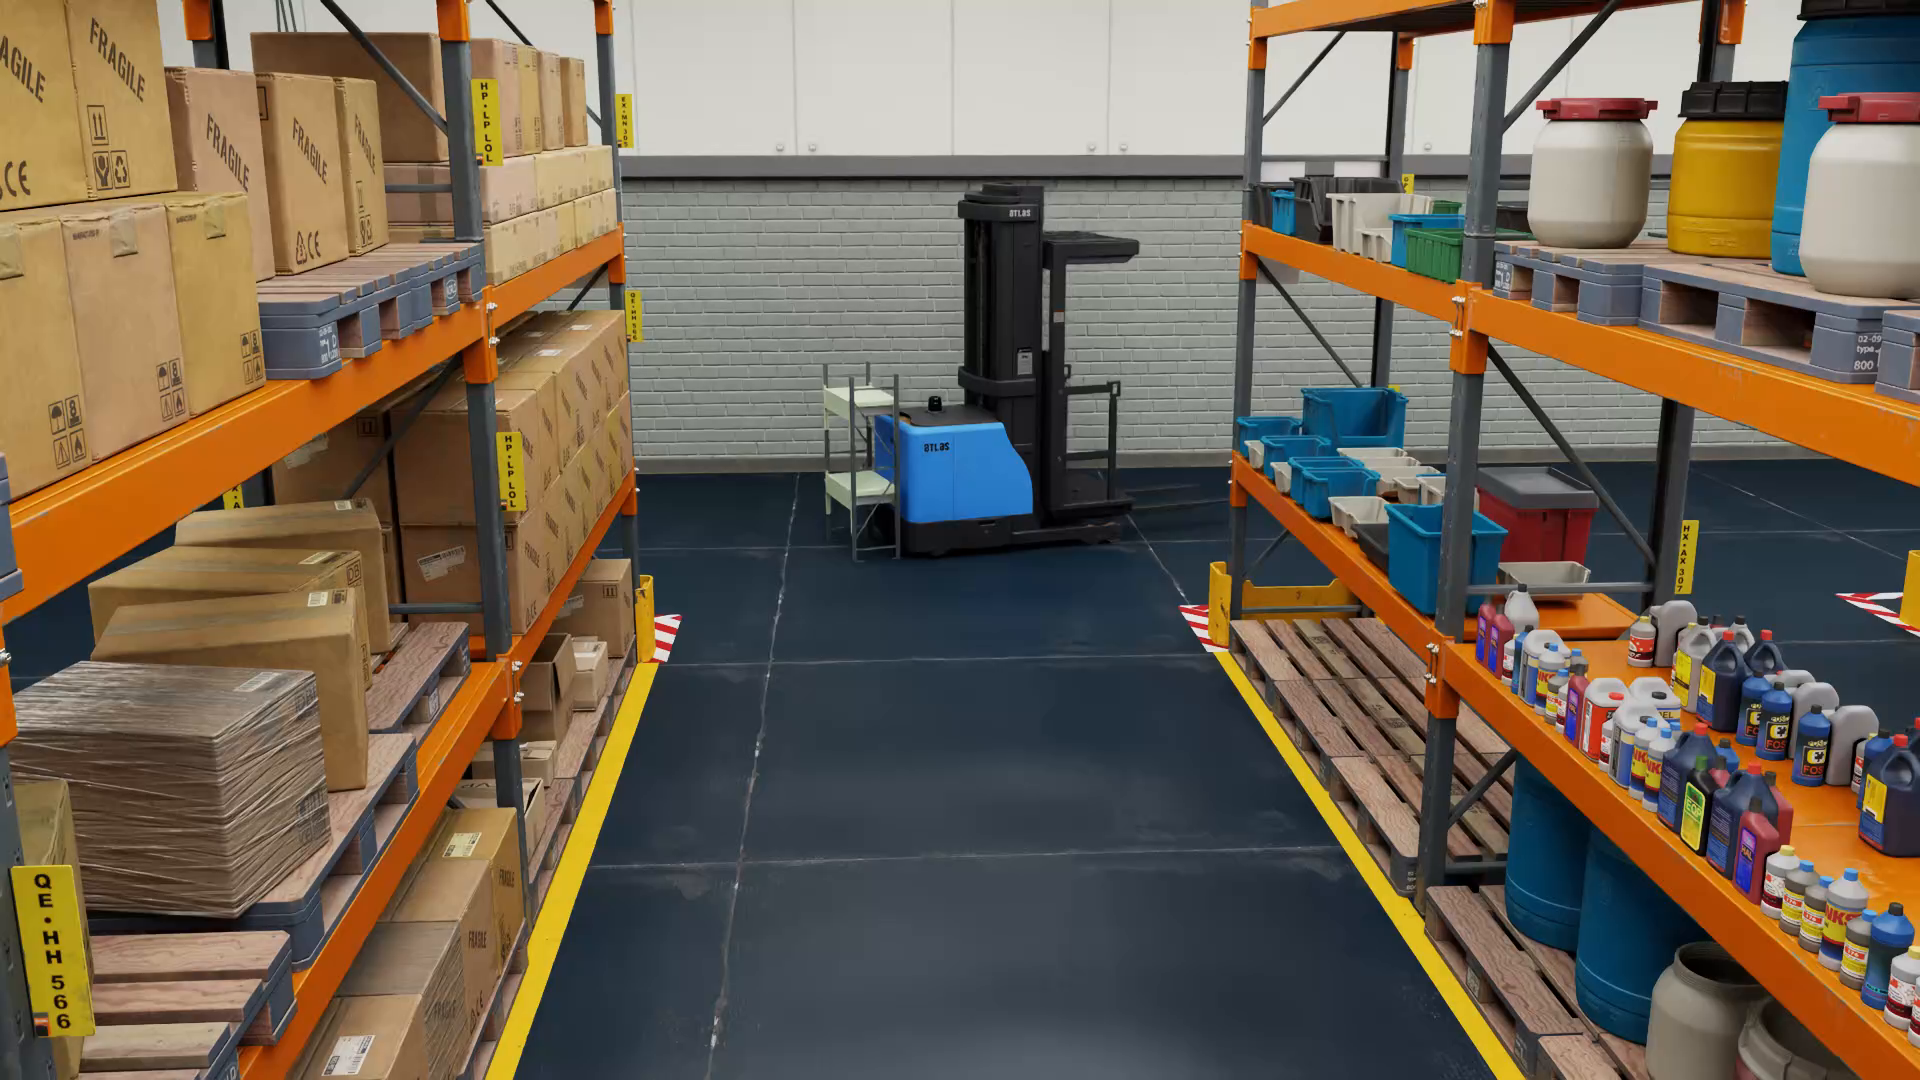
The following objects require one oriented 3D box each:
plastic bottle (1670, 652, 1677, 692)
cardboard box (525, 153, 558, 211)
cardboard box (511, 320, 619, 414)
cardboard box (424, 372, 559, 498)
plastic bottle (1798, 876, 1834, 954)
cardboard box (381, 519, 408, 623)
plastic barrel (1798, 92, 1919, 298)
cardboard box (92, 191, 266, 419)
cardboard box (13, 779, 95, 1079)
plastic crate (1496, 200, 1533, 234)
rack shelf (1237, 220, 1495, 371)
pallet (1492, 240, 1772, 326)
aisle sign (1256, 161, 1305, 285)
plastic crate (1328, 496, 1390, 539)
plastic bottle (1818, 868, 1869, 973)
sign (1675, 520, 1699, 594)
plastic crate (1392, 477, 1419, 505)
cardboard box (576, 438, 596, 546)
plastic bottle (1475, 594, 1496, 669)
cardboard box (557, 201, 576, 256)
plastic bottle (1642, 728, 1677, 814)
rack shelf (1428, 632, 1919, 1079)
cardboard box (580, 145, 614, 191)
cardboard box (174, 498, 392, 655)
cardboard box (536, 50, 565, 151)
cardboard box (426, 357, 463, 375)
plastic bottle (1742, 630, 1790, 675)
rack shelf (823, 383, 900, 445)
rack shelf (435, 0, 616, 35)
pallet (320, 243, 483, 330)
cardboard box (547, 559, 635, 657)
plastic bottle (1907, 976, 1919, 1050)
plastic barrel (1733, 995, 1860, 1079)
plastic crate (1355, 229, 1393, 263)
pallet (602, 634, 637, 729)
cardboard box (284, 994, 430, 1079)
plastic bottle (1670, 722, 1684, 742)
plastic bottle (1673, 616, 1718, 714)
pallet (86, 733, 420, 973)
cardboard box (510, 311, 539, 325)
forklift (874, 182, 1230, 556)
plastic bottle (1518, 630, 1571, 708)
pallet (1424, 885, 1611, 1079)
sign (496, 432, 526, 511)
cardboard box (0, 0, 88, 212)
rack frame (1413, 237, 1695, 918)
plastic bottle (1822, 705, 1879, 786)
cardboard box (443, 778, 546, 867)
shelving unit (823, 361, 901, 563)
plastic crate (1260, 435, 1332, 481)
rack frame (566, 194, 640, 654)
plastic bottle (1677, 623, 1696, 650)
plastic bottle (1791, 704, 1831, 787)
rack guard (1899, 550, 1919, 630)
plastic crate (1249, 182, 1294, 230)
[{"bbox_3d":[2.812,0.504,6.447,0.097,0.201,0.097,0,14,0],"label":"plastic bottle"},{"bbox_3d":[-2.213,-1.703,7.903,0.500,0.250,0.500,-1,14,-3],"label":"cardboard box"},{"bbox_3d":[-2.292,-1.003,9.696,0.500,0.500,0.500,0,14,-2],"label":"cardboard box"},{"bbox_3d":[-2.159,-0.490,7.702,0.500,0.500,0.500,-1,14,-5],"label":"cardboard box"},{"bbox_3d":[2.329,1.007,4.492,0.097,0.201,0.097,0,14,0],"label":"plastic bottle"},{"bbox_3d":[-2.665,0.124,7.324,0.500,0.500,0.500,-1,14,-3],"label":"cardboard box"},{"bbox_3d":[2.553,-0.948,4.557,0.433,0.535,0.433,0,14,0],"label":"plastic barrel"},{"bbox_3d":[-2.255,-0.578,4.031,0.910,0.500,0.500,-1,14,-3],"label":"cardboard box"},{"bbox_3d":[-2.282,0.881,3.539,0.700,0.500,0.500,-6,16,-22],"label":"cardboard box"},{"bbox_3d":[2.762,-1.485,8.022,0.497,0.269,0.590,-1,14,-3],"label":"plastic crate"},{"bbox_3d":[2.442,-1.384,8.811,1.077,0.370,4.000,-1,14,-3],"label":"rack shelf"},{"bbox_3d":[2.712,-0.950,6.060,1.213,0.211,1.003,-1,14,-3],"label":"pallet"},{"bbox_3d":[2.017,-2.050,10.756,0.394,0.787,0.004,-1,14,-3],"label":"aisle sign"},{"bbox_3d":[2.158,-0.112,8.853,0.293,0.136,0.466,-1,14,-3],"label":"plastic crate"},{"bbox_3d":[2.335,0.997,4.389,0.097,0.271,0.097,0,14,0],"label":"plastic bottle"},{"bbox_3d":[3.115,0.075,7.159,0.100,0.325,0.005,-1,14,-3],"label":"sign"},{"bbox_3d":[2.631,-0.264,9.443,0.298,0.136,0.250,-1,14,-3],"label":"plastic crate"},{"bbox_3d":[-2.235,-0.265,8.835,0.500,0.500,0.500,-1,14,-4],"label":"cardboard box"},{"bbox_3d":[2.163,0.372,6.797,0.061,0.283,0.133,-1,14,-3],"label":"plastic bottle"},{"bbox_3d":[-2.252,-1.585,8.448,0.500,0.250,0.500,-1,14,-3],"label":"cardboard box"},{"bbox_3d":[2.272,0.742,5.381,0.097,0.271,0.097,0,14,0],"label":"plastic bottle"},{"bbox_3d":[2.690,1.063,5.318,1.077,0.370,4.000,-1,14,-3],"label":"rack shelf"},{"bbox_3d":[-2.340,-2.200,9.836,0.500,0.250,0.500,-1,14,-3],"label":"cardboard box"},{"bbox_3d":[-2.572,0.162,6.332,0.700,0.500,0.500,-6,16,-22],"label":"cardboard box"},{"bbox_3d":[-2.494,-2.311,8.763,0.700,0.500,0.500,-1,14,-3],"label":"cardboard box"},{"bbox_3d":[-2.734,-0.614,8.187,0.500,0.500,0.500,-1,14,-3],"label":"cardboard box"},{"bbox_3d":[2.961,0.511,6.121,0.144,0.351,0.185,-1,14,-3],"label":"plastic bottle"},{"bbox_3d":[-0.802,-1.024,13.428,0.431,0.370,0.720,-5,15,-20],"label":"rack shelf"},{"bbox_3d":[-2.502,-2.760,8.144,1.077,0.370,4.000,-1,14,-3],"label":"rack shelf"},{"bbox_3d":[-2.408,-0.906,5.884,1.213,0.211,1.003,-1,14,-3],"label":"pallet"},{"bbox_3d":[-2.347,0.427,10.481,0.500,0.500,0.500,-1,14,-3],"label":"cardboard box"},{"bbox_3d":[2.360,1.128,4.021,0.097,0.201,0.097,0,14,0],"label":"plastic bottle"},{"bbox_3d":[2.696,1.774,5.107,0.600,0.588,0.708,-1,14,-3],"label":"plastic barrel"},{"bbox_3d":[2.107,-1.418,8.028,0.293,0.136,0.466,-1,14,-3],"label":"plastic crate"},{"bbox_3d":[-2.571,0.866,10.238,1.003,0.211,1.213,-1,14,-3],"label":"pallet"},{"bbox_3d":[-1.975,1.783,5.211,0.500,0.500,0.500,-1,14,-5],"label":"cardboard box"},{"bbox_3d":[2.409,0.716,5.623,0.097,0.201,0.097,0,14,0],"label":"plastic bottle"},{"bbox_3d":[2.805,0.467,6.291,0.144,0.351,0.185,-1,14,-3],"label":"plastic bottle"},{"bbox_3d":[-2.256,0.897,4.905,1.003,0.211,1.213,-1,14,-3],"label":"pallet"},{"bbox_3d":[-2.862,-1.120,10.153,0.500,0.500,0.500,0,14,-2],"label":"cardboard box"},{"bbox_3d":[0.840,-1.498,13.967,3.031,2.935,1.130,-5,15,-20],"label":"forklift"},{"bbox_3d":[2.237,0.489,6.354,0.152,0.276,0.135,-1,14,-3],"label":"plastic bottle"},{"bbox_3d":[2.572,1.760,6.761,1.003,0.211,1.213,-1,14,-3],"label":"pallet"},{"bbox_3d":[-1.825,-0.277,6.761,0.100,0.325,0.005,-1,14,-3],"label":"sign"},{"bbox_3d":[-2.183,-0.933,3.406,0.500,0.500,0.500,-1,14,-3],"label":"cardboard box"},{"bbox_3d":[2.566,0.217,7.162,1.000,3.000,0.127,-1,14,-3],"label":"rack frame"},{"bbox_3d":[2.989,0.678,5.621,0.152,0.276,0.135,-1,14,-3],"label":"plastic bottle"},{"bbox_3d":[-2.188,1.274,7.567,0.500,0.311,0.500,-1,14,-3],"label":"cardboard box"},{"bbox_3d":[-0.801,-0.646,13.525,0.431,1.500,0.755,-5,15,-20],"label":"shelving unit"},{"bbox_3d":[2.045,-0.495,10.147,0.416,0.233,0.300,-1,14,-3],"label":"plastic crate"},{"bbox_3d":[-2.626,-0.702,10.735,1.000,3.000,0.127,-1,14,-3],"label":"rack frame"},{"bbox_3d":[2.947,0.435,6.715,0.097,0.201,0.097,0,14,0],"label":"plastic bottle"},{"bbox_3d":[2.866,0.687,5.596,0.097,0.271,0.097,0,14,0],"label":"plastic bottle"},{"bbox_3d":[7.260,0.351,11.660,1.175,0.500,0.348,-1,14,-3],"label":"rack guard"},{"bbox_3d":[2.064,-2.067,10.282,0.497,0.269,0.590,-1,14,-3],"label":"plastic crate"}]
